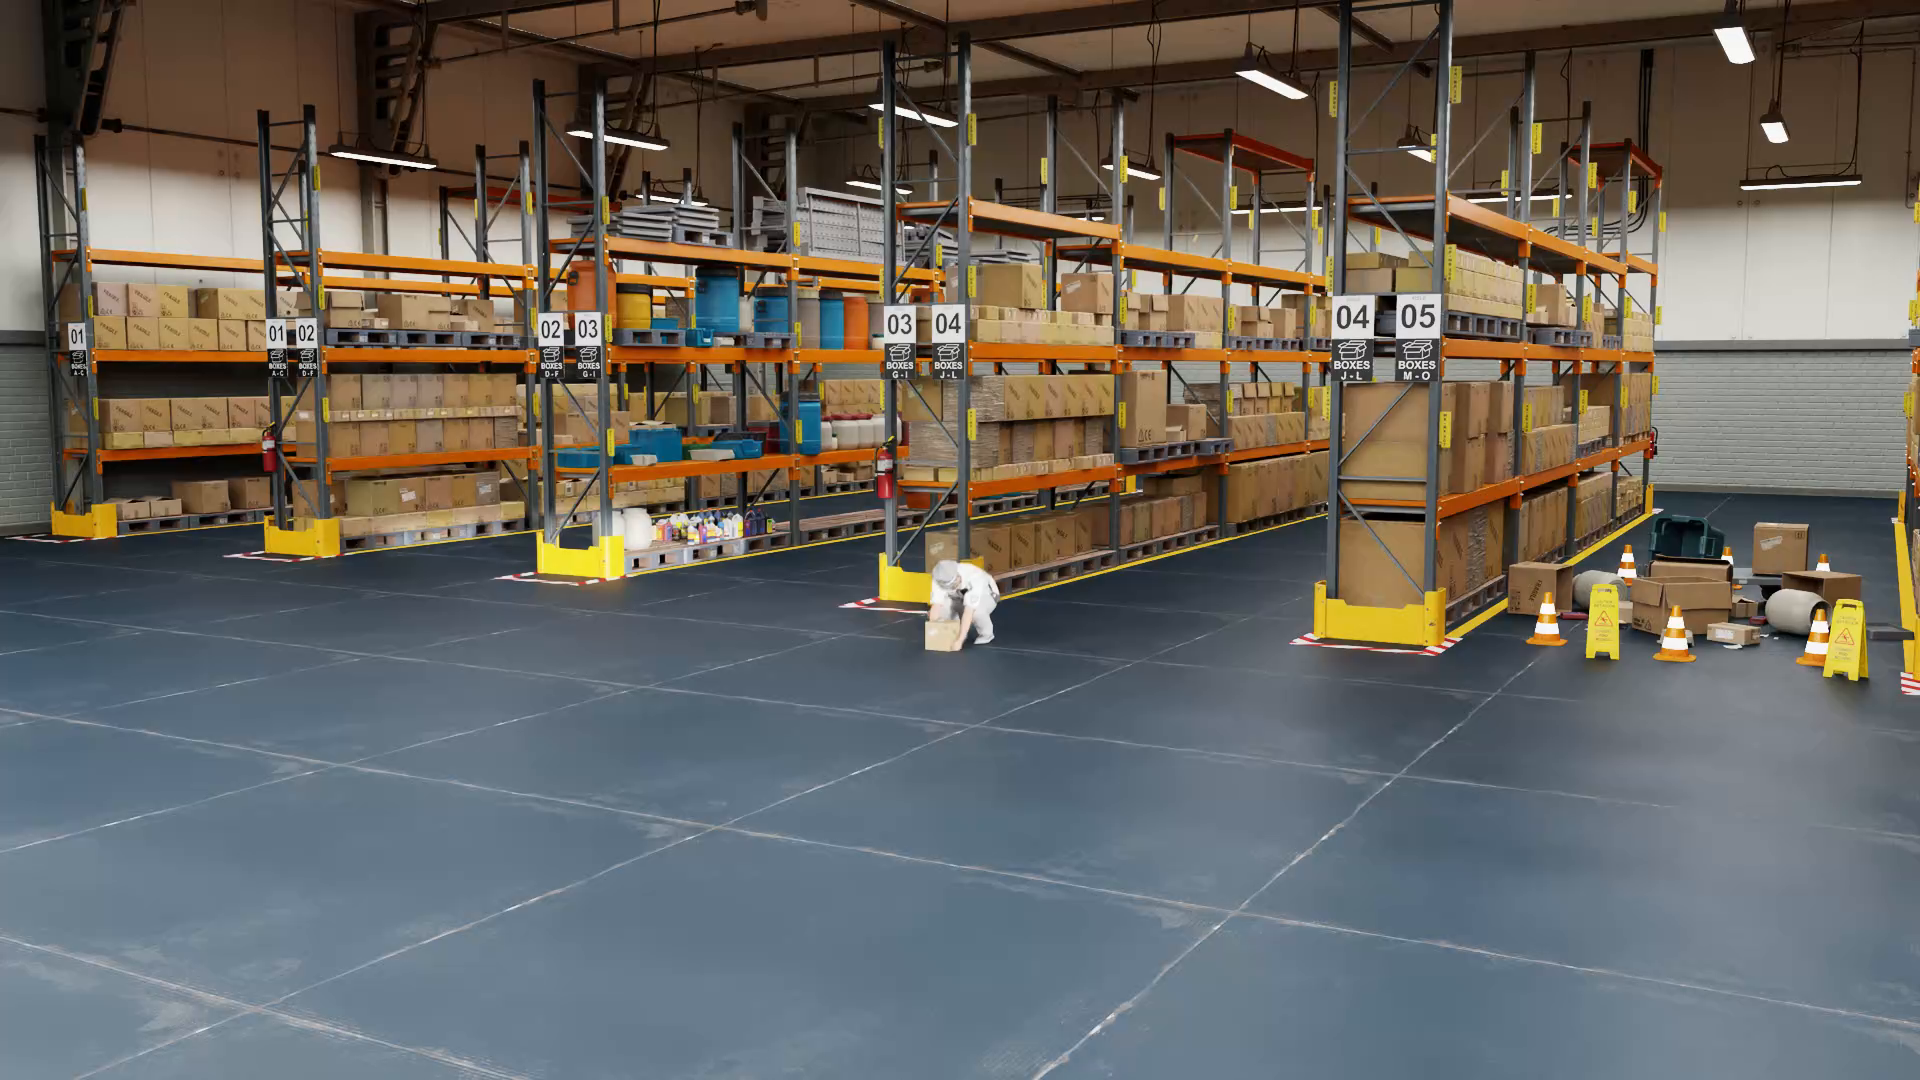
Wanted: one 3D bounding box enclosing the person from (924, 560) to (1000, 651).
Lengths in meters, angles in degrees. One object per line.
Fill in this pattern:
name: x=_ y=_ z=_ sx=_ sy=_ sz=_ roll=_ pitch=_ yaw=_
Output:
person: x=0.018 y=0.589 z=15.306 sx=0.539 sy=0.894 sz=0.986 roll=3 pitch=7 yaw=28
